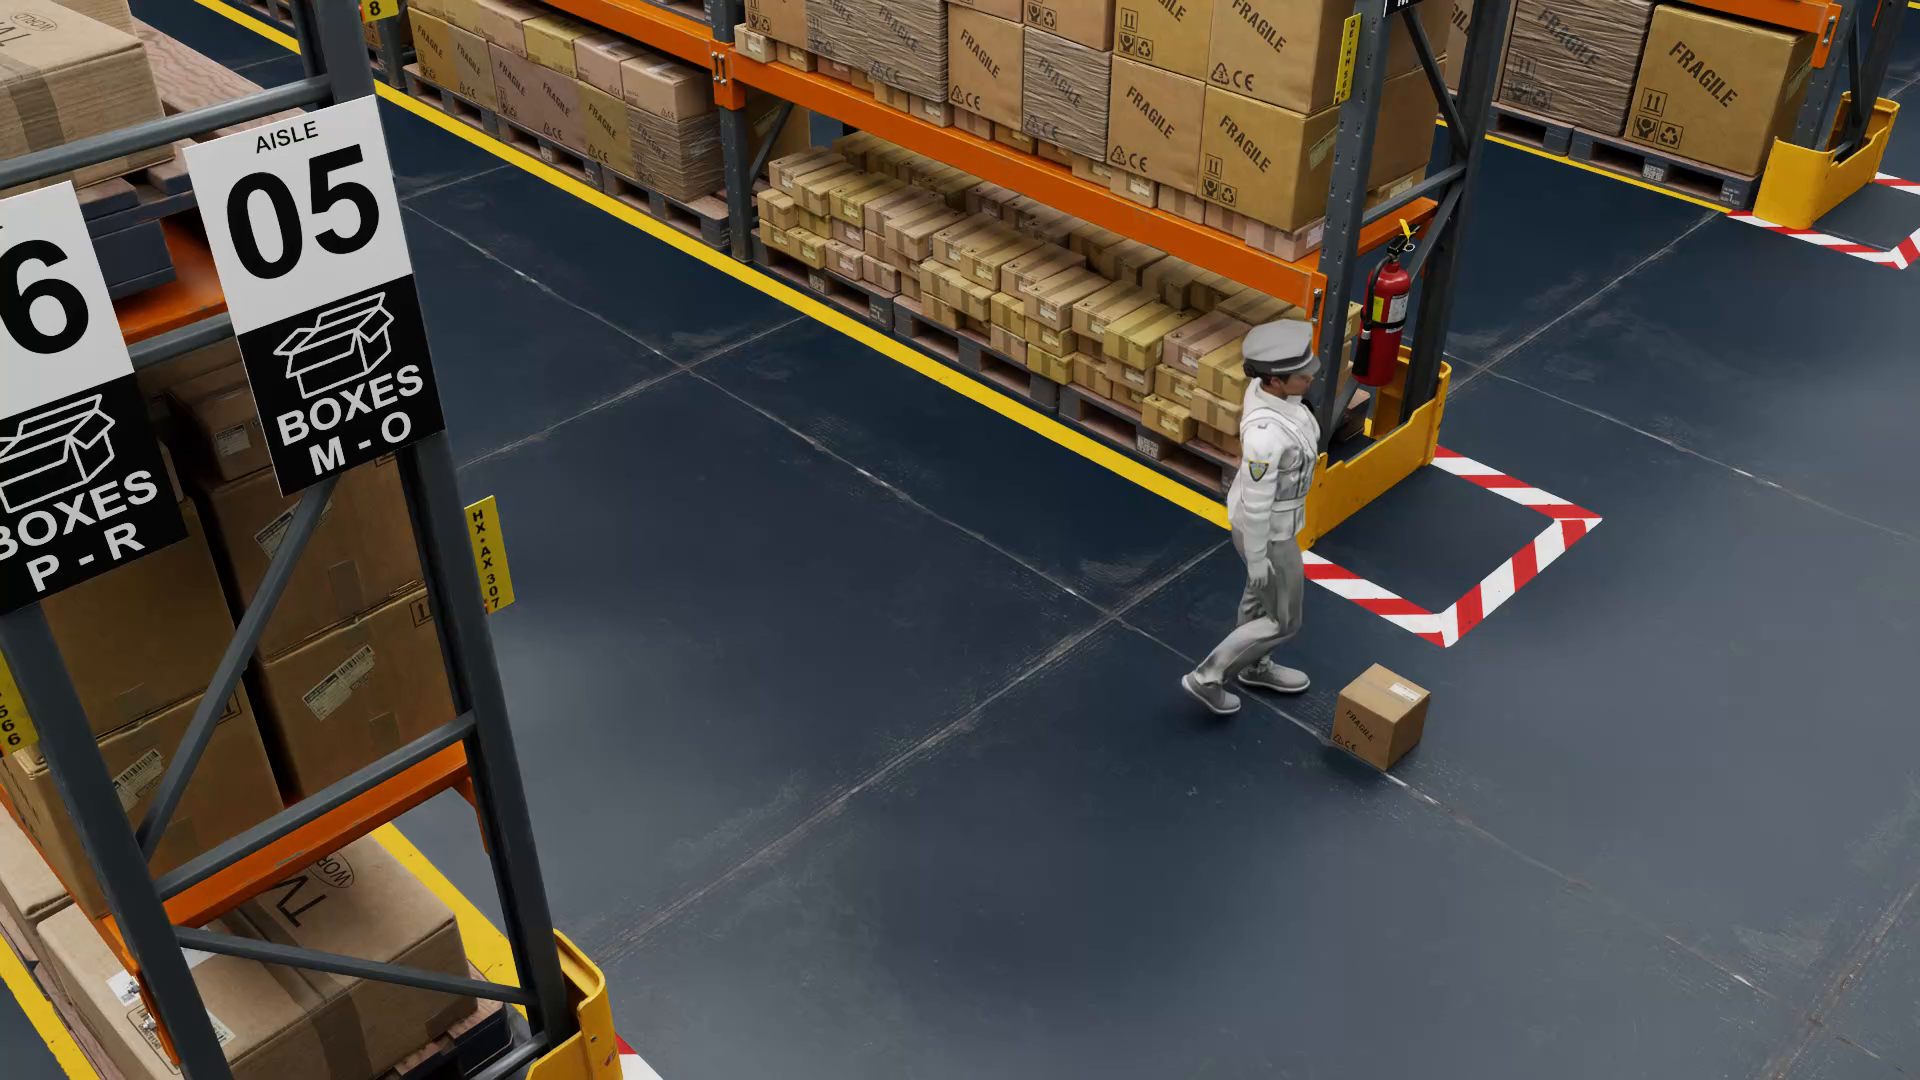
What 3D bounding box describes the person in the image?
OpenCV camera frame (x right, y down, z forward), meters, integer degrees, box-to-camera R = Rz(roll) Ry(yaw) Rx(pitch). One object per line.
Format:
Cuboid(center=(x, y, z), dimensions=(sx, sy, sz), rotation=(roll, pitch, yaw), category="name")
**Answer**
Cuboid(center=(1.143, -0.071, 6.209), dimensions=(0.521, 1.670, 0.497), rotation=(4, 36, 6), category="person")
